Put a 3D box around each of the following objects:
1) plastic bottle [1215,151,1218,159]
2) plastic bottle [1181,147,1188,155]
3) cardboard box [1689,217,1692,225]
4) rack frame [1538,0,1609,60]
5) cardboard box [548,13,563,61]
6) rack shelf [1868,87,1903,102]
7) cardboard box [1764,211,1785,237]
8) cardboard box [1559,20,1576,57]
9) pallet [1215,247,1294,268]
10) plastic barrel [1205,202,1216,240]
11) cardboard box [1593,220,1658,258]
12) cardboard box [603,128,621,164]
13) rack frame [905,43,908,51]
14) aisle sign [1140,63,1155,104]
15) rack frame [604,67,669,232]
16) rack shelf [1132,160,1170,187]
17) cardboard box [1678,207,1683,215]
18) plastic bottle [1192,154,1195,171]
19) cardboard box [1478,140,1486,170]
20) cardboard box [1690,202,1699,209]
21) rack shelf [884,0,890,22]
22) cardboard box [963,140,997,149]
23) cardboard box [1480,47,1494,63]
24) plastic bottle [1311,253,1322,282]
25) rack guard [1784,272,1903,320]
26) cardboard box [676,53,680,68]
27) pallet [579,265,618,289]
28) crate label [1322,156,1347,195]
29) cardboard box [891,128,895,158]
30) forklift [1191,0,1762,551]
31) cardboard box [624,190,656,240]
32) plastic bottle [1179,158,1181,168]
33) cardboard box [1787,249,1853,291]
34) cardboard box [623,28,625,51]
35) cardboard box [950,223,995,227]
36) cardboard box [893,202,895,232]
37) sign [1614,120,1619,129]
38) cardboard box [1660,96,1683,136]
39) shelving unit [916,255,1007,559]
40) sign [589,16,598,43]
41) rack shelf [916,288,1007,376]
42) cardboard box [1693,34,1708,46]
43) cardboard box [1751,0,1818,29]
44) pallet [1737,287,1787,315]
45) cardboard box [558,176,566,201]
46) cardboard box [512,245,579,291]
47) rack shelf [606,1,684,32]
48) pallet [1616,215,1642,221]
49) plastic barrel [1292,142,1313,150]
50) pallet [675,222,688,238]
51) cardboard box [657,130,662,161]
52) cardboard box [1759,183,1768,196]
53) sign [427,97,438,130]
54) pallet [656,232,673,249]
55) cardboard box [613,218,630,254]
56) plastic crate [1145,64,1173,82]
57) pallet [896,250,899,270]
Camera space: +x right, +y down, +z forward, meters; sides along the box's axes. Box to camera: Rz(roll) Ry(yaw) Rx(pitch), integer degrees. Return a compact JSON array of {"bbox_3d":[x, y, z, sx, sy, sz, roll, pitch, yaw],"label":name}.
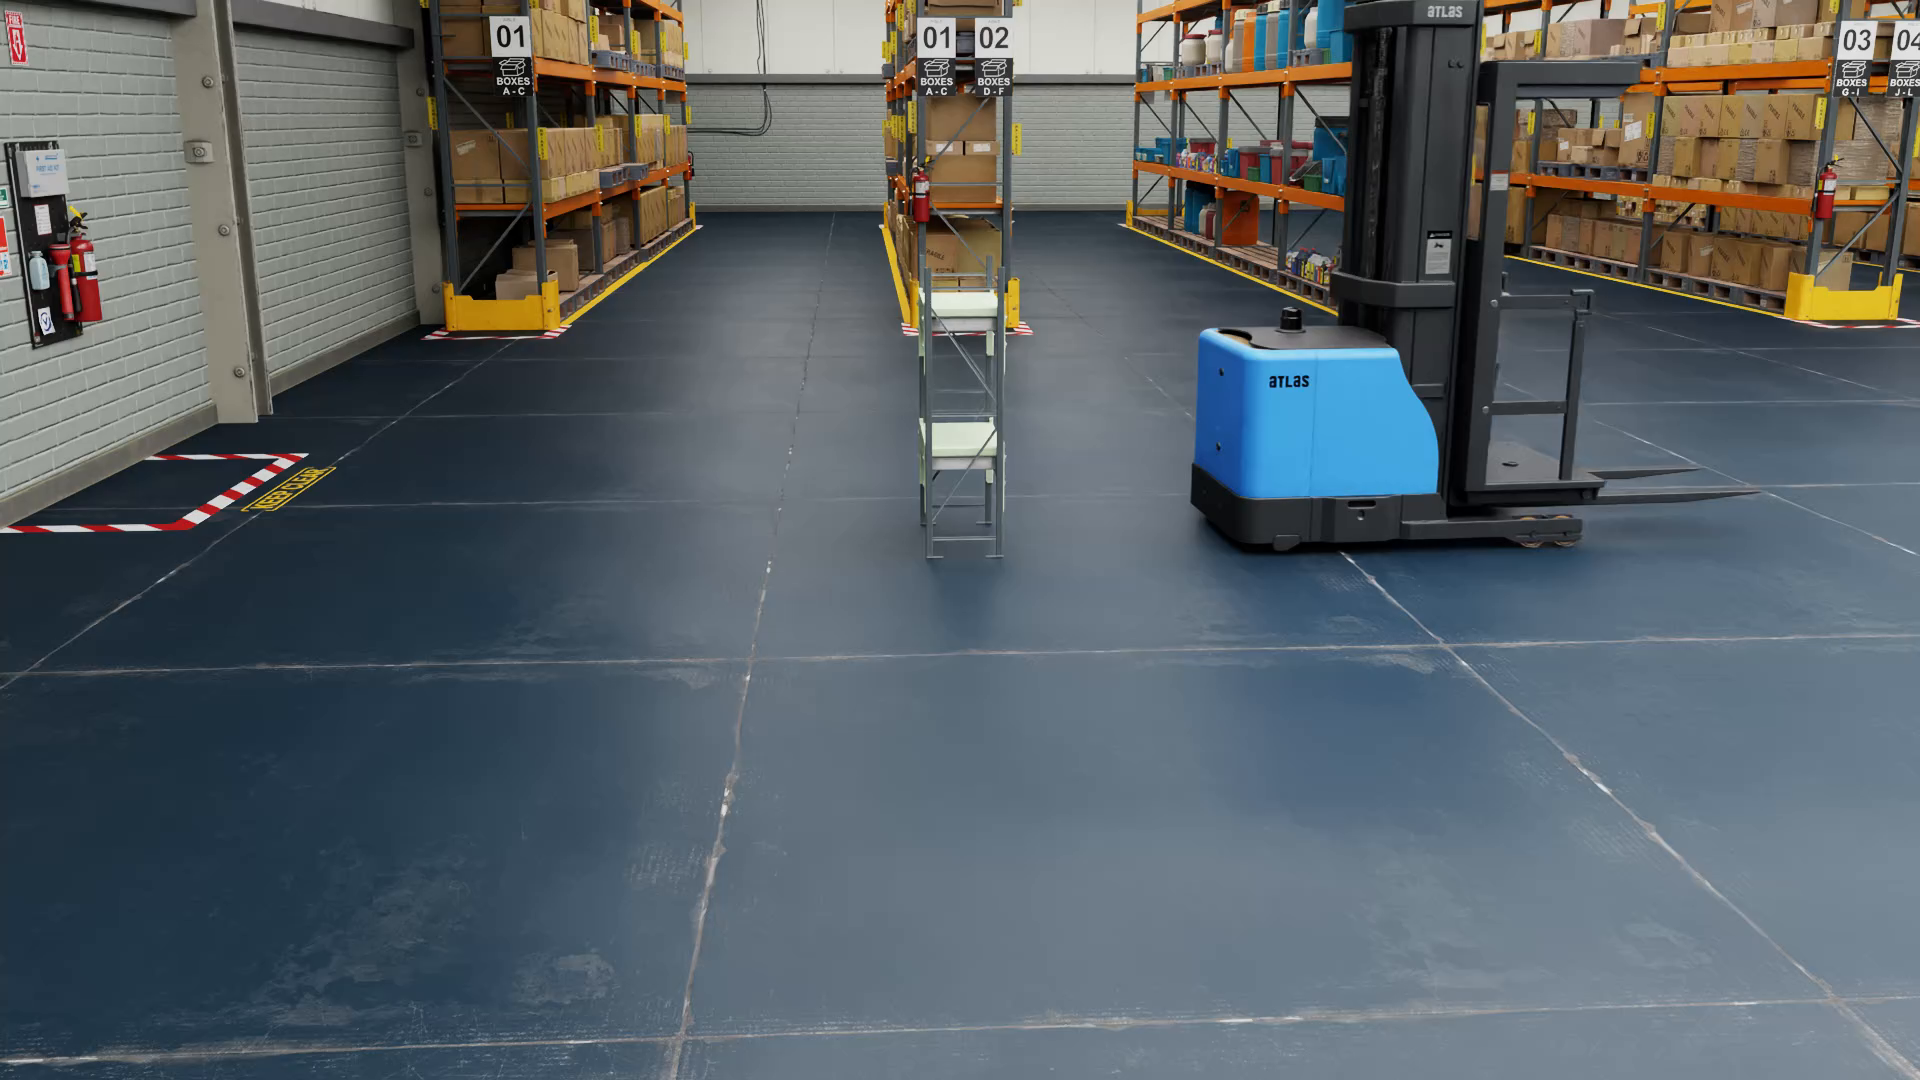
[{"bbox_3d":[4.485,-6.596,28.742,0.144,0.351,0.185,-1,14,-3],"label":"plastic bottle"},{"bbox_3d":[3.947,-6.719,29.221,0.144,0.351,0.185,-1,14,-3],"label":"plastic bottle"},{"bbox_3d":[13.849,-5.955,31.028,0.380,0.149,0.250,0,14,-2],"label":"cardboard box"},{"bbox_3d":[9.437,-8.833,25.296,1.000,3.000,0.127,-1,14,-3],"label":"rack frame"},{"bbox_3d":[-4.704,-5.569,18.392,0.500,0.500,0.500,0,14,-1],"label":"cardboard box"},{"bbox_3d":[18.956,-8.677,32.154,1.077,0.370,4.000,-1,14,-3],"label":"rack shelf"},{"bbox_3d":[14.015,-5.392,28.136,0.500,0.500,0.500,-2,15,-6],"label":"cardboard box"},{"bbox_3d":[9.237,-7.424,24.635,0.500,0.500,0.500,-1,14,-3],"label":"cardboard box"},{"bbox_3d":[4.503,-4.307,25.343,1.003,0.211,1.213,-1,14,-3],"label":"pallet"},{"bbox_3d":[4.376,-5.289,27.558,0.600,0.588,0.708,-1,14,-3],"label":"plastic barrel"},{"bbox_3d":[9.623,-4.346,24.032,0.700,0.500,0.500,-2,15,-8],"label":"cardboard box"},{"bbox_3d":[-5.294,-5.704,24.093,0.700,0.500,0.500,-2,15,-9],"label":"cardboard box"},{"bbox_3d":[-0.203,-7.686,20.839,1.000,3.000,0.127,-1,14,-3],"label":"rack frame"},{"bbox_3d":[3.697,-9.113,33.207,0.394,0.787,0.004,-1,14,-3],"label":"aisle sign"},{"bbox_3d":[-5.642,-6.693,29.019,1.000,3.000,0.127,-1,14,-3],"label":"rack frame"},{"bbox_3d":[4.122,-6.995,31.636,1.077,0.370,4.000,-1,14,-3],"label":"rack shelf"},{"bbox_3d":[13.828,-6.211,31.429,0.380,0.149,0.250,-1,14,-3],"label":"cardboard box"},{"bbox_3d":[3.946,-6.345,27.926,0.097,0.271,0.097,0,14,0],"label":"plastic bottle"},{"bbox_3d":[9.068,-6.474,27.970,0.500,0.500,0.500,-1,14,-2],"label":"cardboard box"},{"bbox_3d":[13.809,-6.232,30.912,0.380,0.149,0.250,-1,14,-3],"label":"cardboard box"},{"bbox_3d":[-0.822,-9.823,30.595,1.077,0.370,4.000,-1,14,-3],"label":"rack shelf"},{"bbox_3d":[0.217,-4.315,18.274,0.380,0.149,0.250,-1,14,-5],"label":"cardboard box"},{"bbox_3d":[9.167,-8.261,28.430,0.500,0.311,0.500,-1,14,-5],"label":"cardboard box"},{"bbox_3d":[4.427,-3.380,20.577,0.144,0.351,0.185,0,14,-1],"label":"plastic bottle"},{"bbox_3d":[9.928,-2.746,18.696,1.175,0.500,0.348,-1,14,-3],"label":"rack guard"},{"bbox_3d":[-5.546,-9.012,31.270,0.500,0.250,0.500,-1,14,-6],"label":"cardboard box"},{"bbox_3d":[-5.196,-3.546,22.386,1.003,0.211,1.213,-1,14,-3],"label":"pallet"},{"bbox_3d":[4.605,-4.332,19.772,0.502,0.435,0.616,-1,14,-3],"label":"crate label"},{"bbox_3d":[-0.786,-6.731,28.123,0.700,0.500,0.500,1,14,5],"label":"cardboard box"},{"bbox_3d":[2.885,-1.505,8.995,3.031,2.935,1.130,-2,15,-7],"label":"forklift"},{"bbox_3d":[-5.357,-5.263,26.934,0.750,0.750,0.750,-1,14,-4],"label":"cardboard box"},{"bbox_3d":[3.876,-6.590,29.019,0.097,0.201,0.097,0,14,0],"label":"plastic bottle"},{"bbox_3d":[9.911,-3.086,19.175,0.500,0.500,0.500,2,15,7],"label":"cardboard box"},{"bbox_3d":[-5.588,-7.801,26.221,0.700,0.500,0.500,0,14,-1],"label":"cardboard box"},{"bbox_3d":[0.144,-3.531,19.899,0.500,0.500,0.500,-1,14,-3],"label":"cardboard box"},{"bbox_3d":[-0.912,-5.649,29.094,0.500,0.500,0.500,-2,15,-6],"label":"cardboard box"},{"bbox_3d":[13.357,-8.379,33.836,0.100,0.325,0.005,-1,14,-3],"label":"sign"},{"bbox_3d":[9.459,-5.493,21.553,0.500,0.500,0.500,-1,14,-3],"label":"cardboard box"},{"bbox_3d":[0.000,-0.725,8.833,0.431,1.500,0.755,-1,14,-3],"label":"shelving unit"},{"bbox_3d":[-4.605,-6.417,20.888,0.100,0.325,0.005,-1,14,-3],"label":"sign"},{"bbox_3d":[0.000,-1.103,8.736,0.431,0.370,0.720,-1,14,-3],"label":"rack shelf"},{"bbox_3d":[9.478,-6.287,20.922,0.380,0.149,0.250,-1,14,-3],"label":"cardboard box"},{"bbox_3d":[9.584,-6.207,19.309,0.500,0.500,0.500,-1,14,-3],"label":"cardboard box"},{"bbox_3d":[9.913,-2.809,19.520,1.003,0.211,1.213,-1,14,-3],"label":"pallet"},{"bbox_3d":[-4.658,-3.901,18.428,0.500,0.250,0.500,-1,14,-5],"label":"cardboard box"},{"bbox_3d":[-4.883,-3.209,19.614,0.700,0.500,0.500,-2,15,-7],"label":"cardboard box"},{"bbox_3d":[-5.766,-9.553,30.344,1.077,0.370,4.000,-1,14,-3],"label":"rack shelf"},{"bbox_3d":[13.918,-6.396,33.463,1.003,0.211,1.213,-1,14,-3],"label":"pallet"},{"bbox_3d":[4.856,-5.346,23.511,0.433,0.535,0.433,0,14,0],"label":"plastic barrel"},{"bbox_3d":[-5.690,-5.837,31.288,1.003,0.211,1.213,-1,14,-3],"label":"pallet"},{"bbox_3d":[-5.321,-6.657,28.043,0.500,0.500,0.500,-1,14,-3],"label":"cardboard box"},{"bbox_3d":[9.653,-4.133,19.573,0.380,0.149,0.250,-1,14,-3],"label":"cardboard box"},{"bbox_3d":[-5.454,-4.419,17.222,0.100,0.325,0.005,-1,14,-3],"label":"sign"},{"bbox_3d":[-5.519,-5.152,28.625,1.003,0.211,1.213,-1,14,-3],"label":"pallet"},{"bbox_3d":[-5.298,-4.522,24.716,0.700,0.500,0.500,-1,14,-3],"label":"cardboard box"},{"bbox_3d":[3.818,-8.879,31.620,0.504,0.338,0.767,-1,14,-3],"label":"plastic crate"},{"bbox_3d":[-0.438,-4.220,25.003,1.003,0.211,1.213,-1,14,-3],"label":"pallet"}]
